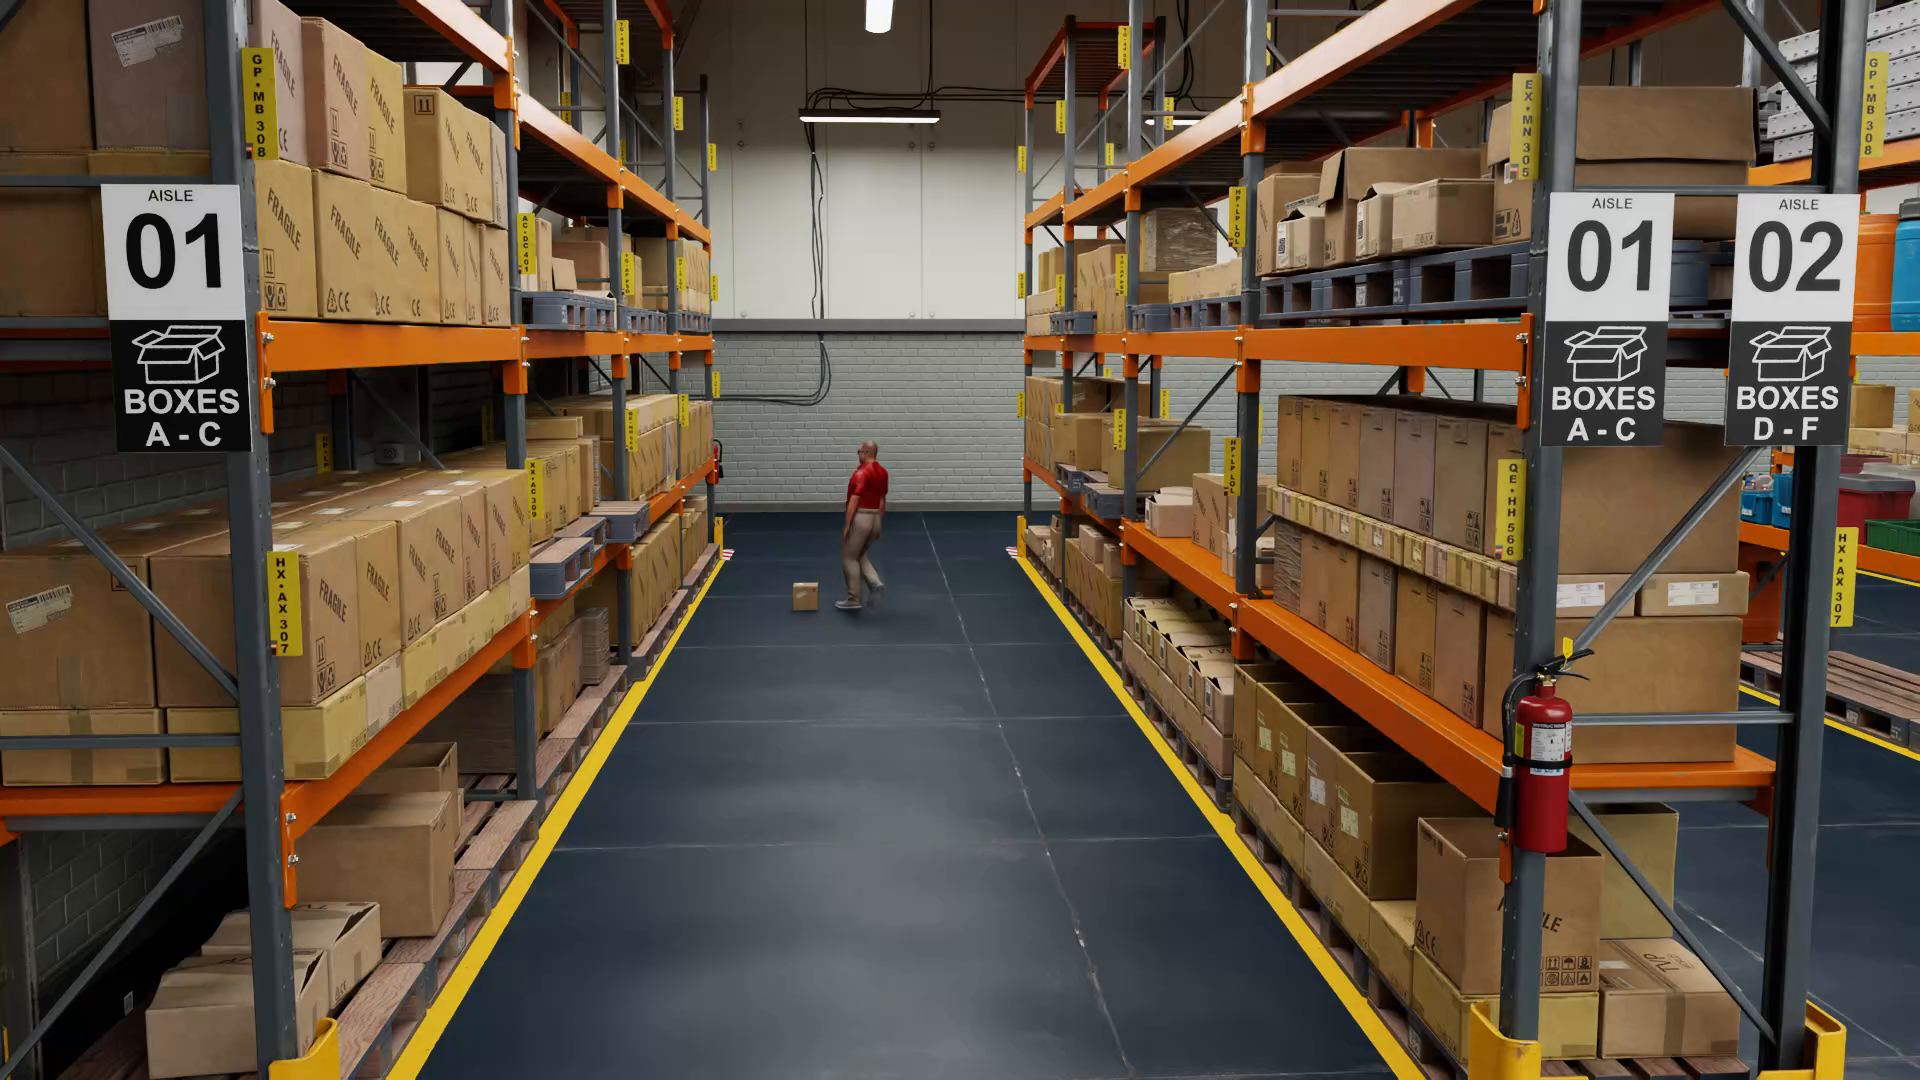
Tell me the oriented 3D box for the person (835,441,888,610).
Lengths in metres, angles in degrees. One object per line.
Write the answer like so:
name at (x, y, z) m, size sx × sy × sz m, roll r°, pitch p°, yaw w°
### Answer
person at (-1.024, -0.152, 16.979) m, size 0.479 × 1.721 × 0.568 m, roll 4°, pitch 8°, yaw 30°
